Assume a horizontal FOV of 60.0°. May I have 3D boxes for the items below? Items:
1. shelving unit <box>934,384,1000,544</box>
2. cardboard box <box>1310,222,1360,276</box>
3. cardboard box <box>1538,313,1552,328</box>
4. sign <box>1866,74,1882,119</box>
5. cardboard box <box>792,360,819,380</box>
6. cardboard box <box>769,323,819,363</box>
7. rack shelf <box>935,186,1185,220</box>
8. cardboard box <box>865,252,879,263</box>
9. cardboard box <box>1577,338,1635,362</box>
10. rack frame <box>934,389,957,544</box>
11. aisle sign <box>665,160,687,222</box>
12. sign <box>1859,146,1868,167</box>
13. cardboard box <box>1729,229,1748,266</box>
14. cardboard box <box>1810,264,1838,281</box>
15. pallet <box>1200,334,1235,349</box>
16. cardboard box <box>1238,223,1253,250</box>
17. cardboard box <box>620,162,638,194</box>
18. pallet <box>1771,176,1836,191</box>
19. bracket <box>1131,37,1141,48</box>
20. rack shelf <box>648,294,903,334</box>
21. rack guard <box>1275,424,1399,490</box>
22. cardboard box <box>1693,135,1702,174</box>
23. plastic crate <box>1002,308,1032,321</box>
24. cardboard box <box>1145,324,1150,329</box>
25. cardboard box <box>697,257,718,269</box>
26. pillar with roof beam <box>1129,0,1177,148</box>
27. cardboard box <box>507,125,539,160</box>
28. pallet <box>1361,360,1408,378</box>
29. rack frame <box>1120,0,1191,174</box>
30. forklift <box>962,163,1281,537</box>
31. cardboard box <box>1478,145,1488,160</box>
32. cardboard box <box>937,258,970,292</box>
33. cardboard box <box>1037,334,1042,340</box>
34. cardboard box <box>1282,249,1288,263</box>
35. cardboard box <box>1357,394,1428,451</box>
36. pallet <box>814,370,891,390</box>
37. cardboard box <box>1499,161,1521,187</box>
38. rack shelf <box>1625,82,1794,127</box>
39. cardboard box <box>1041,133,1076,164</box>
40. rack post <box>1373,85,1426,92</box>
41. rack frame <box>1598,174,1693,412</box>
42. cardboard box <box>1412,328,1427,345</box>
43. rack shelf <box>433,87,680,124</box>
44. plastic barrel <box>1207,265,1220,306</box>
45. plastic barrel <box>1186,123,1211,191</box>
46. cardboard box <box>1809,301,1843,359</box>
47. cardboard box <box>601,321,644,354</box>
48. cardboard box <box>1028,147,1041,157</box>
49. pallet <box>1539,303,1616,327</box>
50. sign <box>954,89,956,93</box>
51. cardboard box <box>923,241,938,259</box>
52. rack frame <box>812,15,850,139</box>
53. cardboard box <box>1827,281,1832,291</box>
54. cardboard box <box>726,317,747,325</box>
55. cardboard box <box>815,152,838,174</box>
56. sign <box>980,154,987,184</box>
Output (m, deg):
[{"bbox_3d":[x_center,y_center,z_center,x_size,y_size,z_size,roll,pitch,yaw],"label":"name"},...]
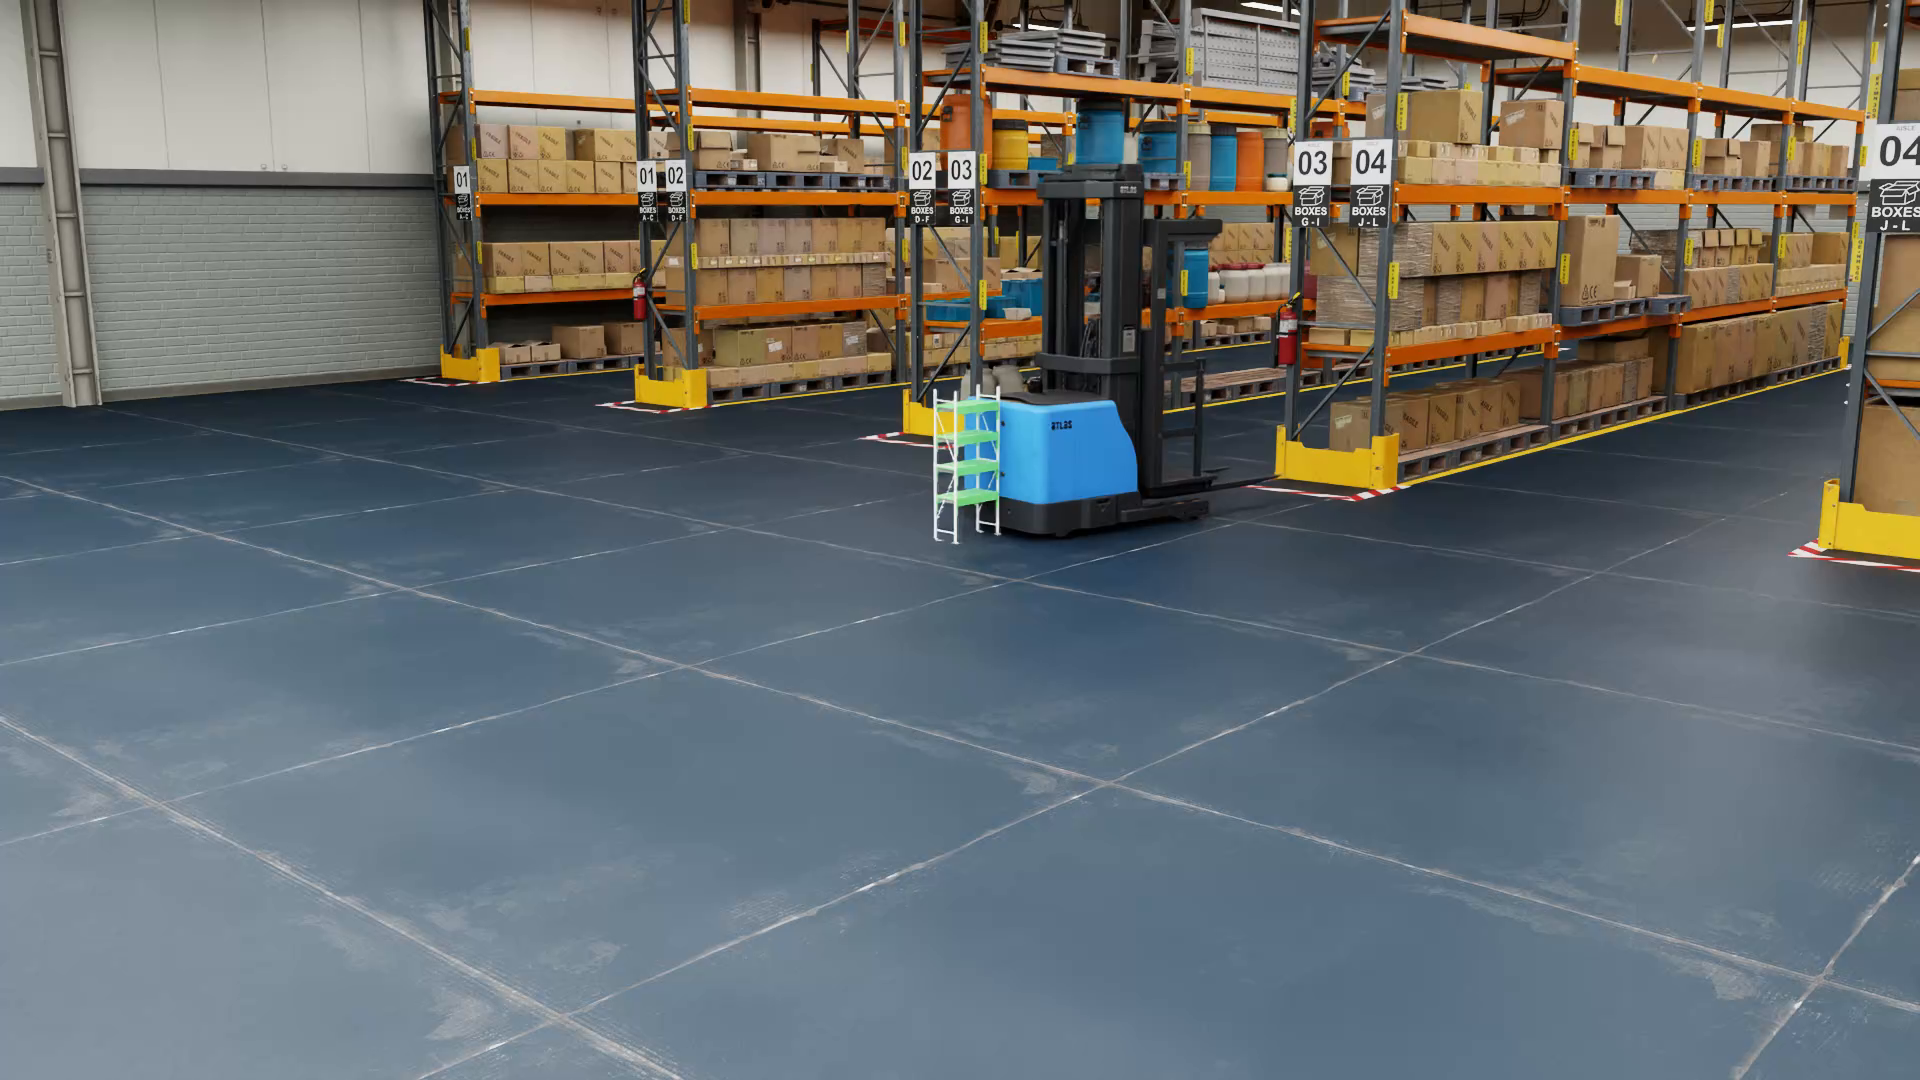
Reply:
[{"bbox_3d":[0.055,-0.607,13.185,0.258,1.200,0.503,11,16,43],"label":"shelving unit"},{"bbox_3d":[3.743,-2.823,16.120,0.500,0.500,0.500,10,15,40],"label":"cardboard box"},{"bbox_3d":[6.285,-2.421,18.314,0.380,0.149,0.250,10,15,40],"label":"cardboard box"},{"bbox_3d":[6.826,-3.307,12.395,0.100,0.325,0.005,10,15,40],"label":"sign"},{"bbox_3d":[-2.361,-2.435,23.690,0.500,0.250,0.500,10,15,40],"label":"cardboard box"},{"bbox_3d":[-2.360,-2.802,23.616,0.500,0.500,0.500,10,15,40],"label":"cardboard box"},{"bbox_3d":[1.165,-4.078,20.148,1.077,0.370,4.000,10,15,40],"label":"rack shelf"},{"bbox_3d":[-1.416,-4.158,24.460,0.380,0.149,0.250,9,15,39],"label":"cardboard box"},{"bbox_3d":[8.084,-2.378,20.803,0.500,0.250,0.500,-10,15,-41],"label":"cardboard box"},{"bbox_3d":[-0.115,-0.572,13.013,0.240,1.200,0.015,11,16,43],"label":"rack frame"},{"bbox_3d":[-3.687,-4.532,21.606,0.394,0.787,0.004,10,15,40],"label":"aisle sign"},{"bbox_3d":[14.525,-6.173,26.743,0.100,0.325,0.005,10,15,40],"label":"sign"},{"bbox_3d":[10.609,-4.137,23.449,0.797,0.503,0.637,10,15,41],"label":"cardboard box"},{"bbox_3d":[13.671,-4.271,26.561,0.500,0.250,0.500,9,15,39],"label":"cardboard box"},{"bbox_3d":[4.502,-3.805,31.725,1.003,0.211,1.213,10,15,40],"label":"pallet"},{"bbox_3d":[5.250,-5.796,31.762,0.500,0.500,0.500,9,15,39],"label":"cardboard box"},{"bbox_3d":[-5.448,-5.886,27.056,0.500,0.500,0.500,8,14,36],"label":"cardboard box"},{"bbox_3d":[12.840,-5.516,25.736,1.003,0.211,1.213,10,15,40],"label":"pallet"},{"bbox_3d":[4.090,-11.409,38.170,0.235,0.232,0.430,10,15,40],"label":"bracket"},{"bbox_3d":[-2.553,-3.248,23.651,1.077,0.370,4.000,10,15,40],"label":"rack shelf"},{"bbox_3d":[3.615,-0.810,15.993,1.175,0.500,0.348,10,15,40],"label":"rack guard"},{"bbox_3d":[9.195,-5.029,21.736,0.797,0.503,0.637,11,16,44],"label":"cardboard box"},{"bbox_3d":[0.677,-2.626,19.375,0.298,0.136,0.250,10,15,40],"label":"plastic crate"},{"bbox_3d":[3.273,-3.807,29.871,0.500,0.500,0.500,10,15,41],"label":"cardboard box"},{"bbox_3d":[-3.453,-3.703,22.183,0.380,0.149,0.250,10,15,40],"label":"cardboard box"},{"bbox_3d":[7.331,-9.195,36.271,9.100,9.000,0.548,10,15,40],"label":"pillar with roof beam"},{"bbox_3d":[-6.791,-6.059,25.371,0.500,0.500,0.500,10,15,40],"label":"cardboard box"},{"bbox_3d":[6.420,-2.775,26.566,1.003,0.211,1.213,10,15,40],"label":"pallet"},{"bbox_3d":[2.485,-6.196,21.257,1.000,3.000,0.127,10,15,40],"label":"rack frame"},{"bbox_3d":[1.493,-1.666,14.072,3.031,2.935,1.130,-9,14,-37],"label":"forklift"},{"bbox_3d":[5.098,-3.898,16.778,0.380,0.149,0.250,9,14,38],"label":"cardboard box"},{"bbox_3d":[-0.036,-4.206,26.356,0.500,0.500,0.500,10,15,40],"label":"cardboard box"},{"bbox_3d":[1.247,-3.507,27.628,0.500,0.311,0.500,10,15,42],"label":"cardboard box"},{"bbox_3d":[6.257,-5.532,32.993,0.500,0.500,0.500,10,15,41],"label":"cardboard box"},{"bbox_3d":[4.359,-1.187,16.807,0.500,0.500,0.500,-7,13,-33],"label":"cardboard box"},{"bbox_3d":[-1.790,-2.416,24.768,1.003,0.211,1.213,10,15,40],"label":"pallet"},{"bbox_3d":[5.416,-3.759,17.097,0.500,0.250,0.500,10,15,40],"label":"cardboard box"},{"bbox_3d":[10.166,-5.889,22.580,1.077,0.370,4.000,10,15,40],"label":"rack shelf"},{"bbox_3d":[1.700,-6.557,27.916,0.500,0.500,0.500,10,15,40],"label":"cardboard box"},{"bbox_3d":[6.526,-6.813,25.625,0.954,0.300,0.937,-10,15,-41],"label":"rack post"},{"bbox_3d":[8.846,-3.202,21.585,1.000,3.000,0.127,10,15,40],"label":"rack frame"},{"bbox_3d":[4.288,-1.982,16.118,0.380,0.149,0.250,10,15,40],"label":"cardboard box"},{"bbox_3d":[-6.277,-6.828,26.267,1.077,0.370,4.000,10,15,40],"label":"rack shelf"},{"bbox_3d":[3.282,-3.433,22.394,0.433,0.535,0.433,0,11,0],"label":"plastic barrel"},{"bbox_3d":[3.090,-5.170,22.498,0.600,0.901,0.600,0,11,0],"label":"plastic barrel"},{"bbox_3d":[13.765,-3.439,27.121,0.875,0.875,0.875,10,15,40],"label":"cardboard box"},{"bbox_3d":[-5.612,-3.367,27.669,0.500,0.500,0.500,8,14,36],"label":"cardboard box"},{"bbox_3d":[1.340,-7.877,34.473,0.500,0.500,0.500,9,15,39],"label":"cardboard box"},{"bbox_3d":[6.820,-2.613,19.126,1.003,0.211,1.213,10,15,40],"label":"pallet"},{"bbox_3d":[-0.076,-9.265,33.833,0.100,0.325,0.005,10,15,40],"label":"sign"},{"bbox_3d":[-0.784,-5.593,32.488,0.500,0.500,0.500,10,15,42],"label":"cardboard box"},{"bbox_3d":[-2.316,-8.065,30.616,1.000,3.000,0.127,10,15,40],"label":"rack frame"},{"bbox_3d":[13.636,-4.049,26.466,0.380,0.149,0.250,10,15,41],"label":"cardboard box"},{"bbox_3d":[-4.180,-3.718,29.425,0.700,0.500,0.500,9,15,39],"label":"cardboard box"},{"bbox_3d":[-2.120,-5.477,24.116,0.500,0.311,0.500,9,14,37],"label":"cardboard box"},{"bbox_3d":[0.255,-4.069,18.244,0.100,0.325,0.005,10,15,40],"label":"sign"}]
